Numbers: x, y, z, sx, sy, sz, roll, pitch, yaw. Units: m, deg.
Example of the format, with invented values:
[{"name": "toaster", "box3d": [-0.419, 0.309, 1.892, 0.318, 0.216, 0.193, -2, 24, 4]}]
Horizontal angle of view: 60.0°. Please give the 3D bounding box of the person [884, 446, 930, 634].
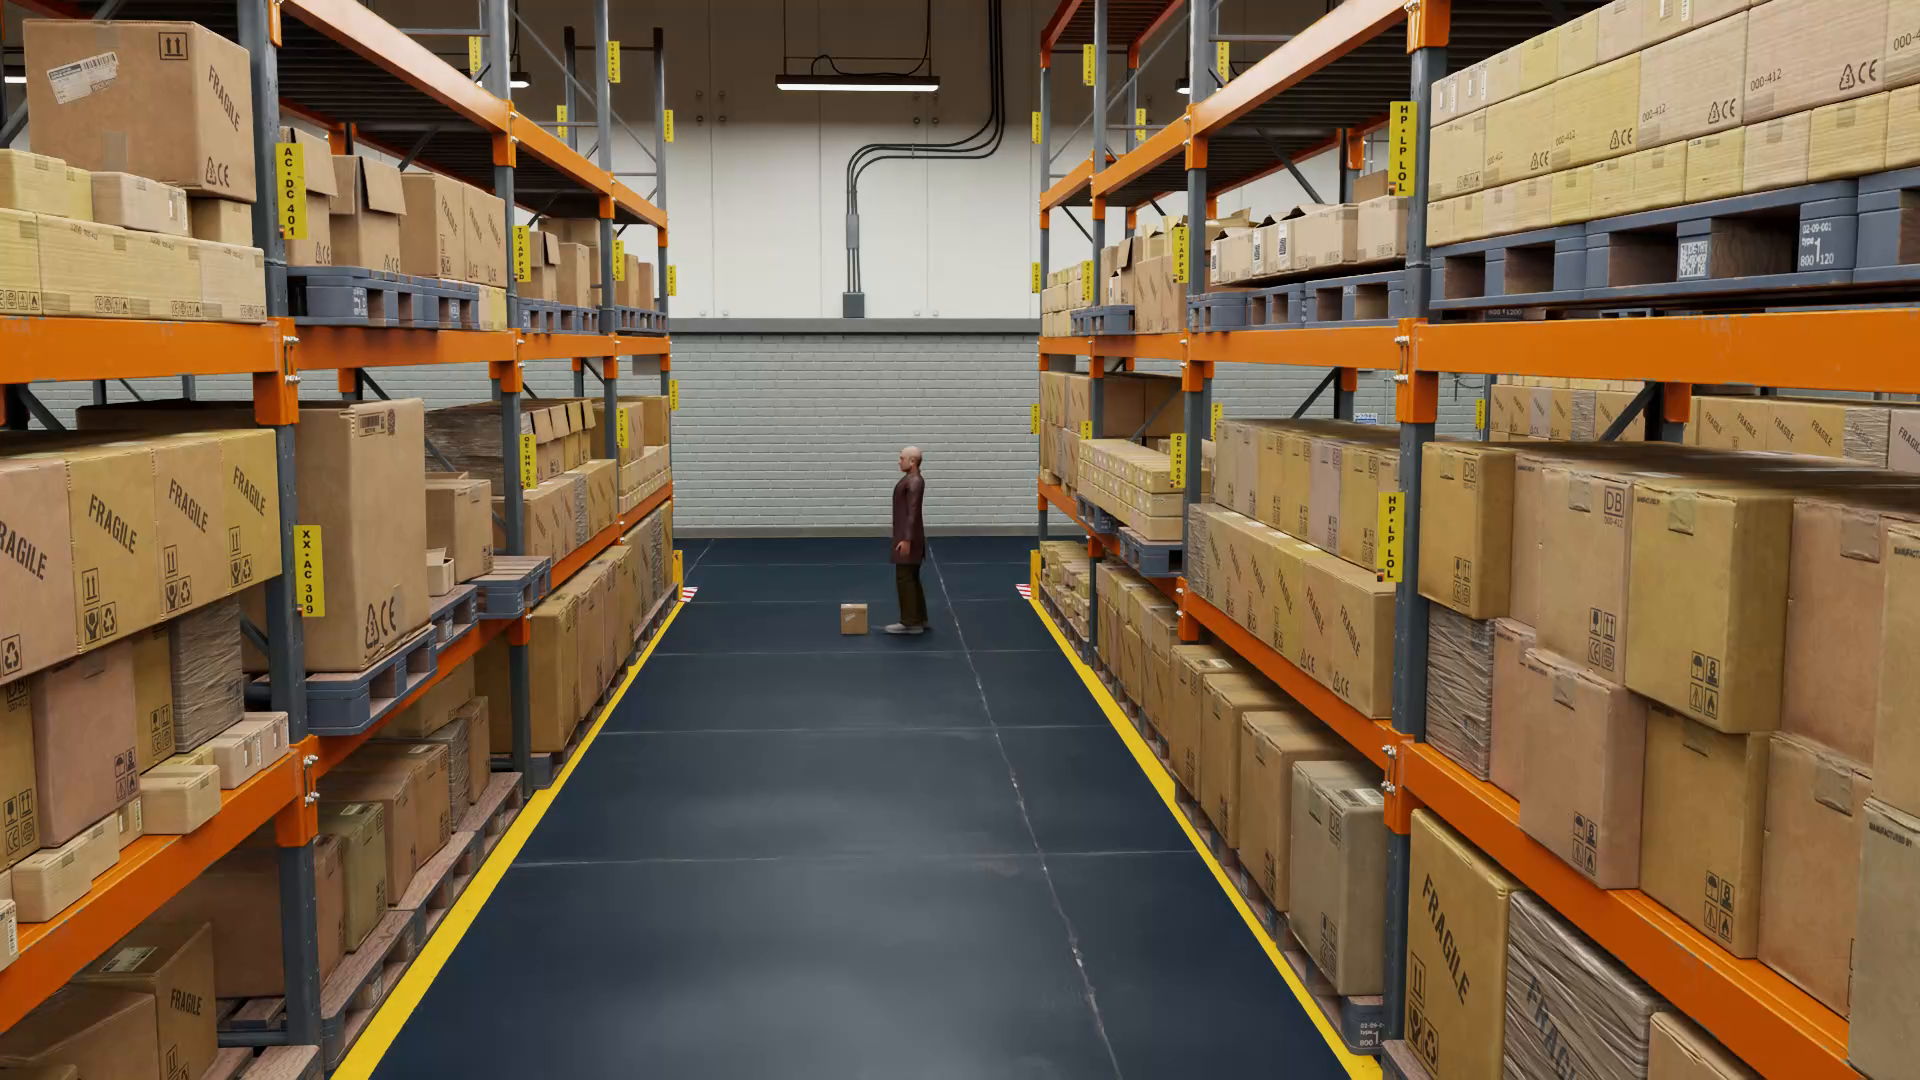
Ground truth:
[{"name": "person", "box3d": [-0.504, 0.007, 15.825, 0.440, 1.795, 0.568, 0, 7, -2]}]
